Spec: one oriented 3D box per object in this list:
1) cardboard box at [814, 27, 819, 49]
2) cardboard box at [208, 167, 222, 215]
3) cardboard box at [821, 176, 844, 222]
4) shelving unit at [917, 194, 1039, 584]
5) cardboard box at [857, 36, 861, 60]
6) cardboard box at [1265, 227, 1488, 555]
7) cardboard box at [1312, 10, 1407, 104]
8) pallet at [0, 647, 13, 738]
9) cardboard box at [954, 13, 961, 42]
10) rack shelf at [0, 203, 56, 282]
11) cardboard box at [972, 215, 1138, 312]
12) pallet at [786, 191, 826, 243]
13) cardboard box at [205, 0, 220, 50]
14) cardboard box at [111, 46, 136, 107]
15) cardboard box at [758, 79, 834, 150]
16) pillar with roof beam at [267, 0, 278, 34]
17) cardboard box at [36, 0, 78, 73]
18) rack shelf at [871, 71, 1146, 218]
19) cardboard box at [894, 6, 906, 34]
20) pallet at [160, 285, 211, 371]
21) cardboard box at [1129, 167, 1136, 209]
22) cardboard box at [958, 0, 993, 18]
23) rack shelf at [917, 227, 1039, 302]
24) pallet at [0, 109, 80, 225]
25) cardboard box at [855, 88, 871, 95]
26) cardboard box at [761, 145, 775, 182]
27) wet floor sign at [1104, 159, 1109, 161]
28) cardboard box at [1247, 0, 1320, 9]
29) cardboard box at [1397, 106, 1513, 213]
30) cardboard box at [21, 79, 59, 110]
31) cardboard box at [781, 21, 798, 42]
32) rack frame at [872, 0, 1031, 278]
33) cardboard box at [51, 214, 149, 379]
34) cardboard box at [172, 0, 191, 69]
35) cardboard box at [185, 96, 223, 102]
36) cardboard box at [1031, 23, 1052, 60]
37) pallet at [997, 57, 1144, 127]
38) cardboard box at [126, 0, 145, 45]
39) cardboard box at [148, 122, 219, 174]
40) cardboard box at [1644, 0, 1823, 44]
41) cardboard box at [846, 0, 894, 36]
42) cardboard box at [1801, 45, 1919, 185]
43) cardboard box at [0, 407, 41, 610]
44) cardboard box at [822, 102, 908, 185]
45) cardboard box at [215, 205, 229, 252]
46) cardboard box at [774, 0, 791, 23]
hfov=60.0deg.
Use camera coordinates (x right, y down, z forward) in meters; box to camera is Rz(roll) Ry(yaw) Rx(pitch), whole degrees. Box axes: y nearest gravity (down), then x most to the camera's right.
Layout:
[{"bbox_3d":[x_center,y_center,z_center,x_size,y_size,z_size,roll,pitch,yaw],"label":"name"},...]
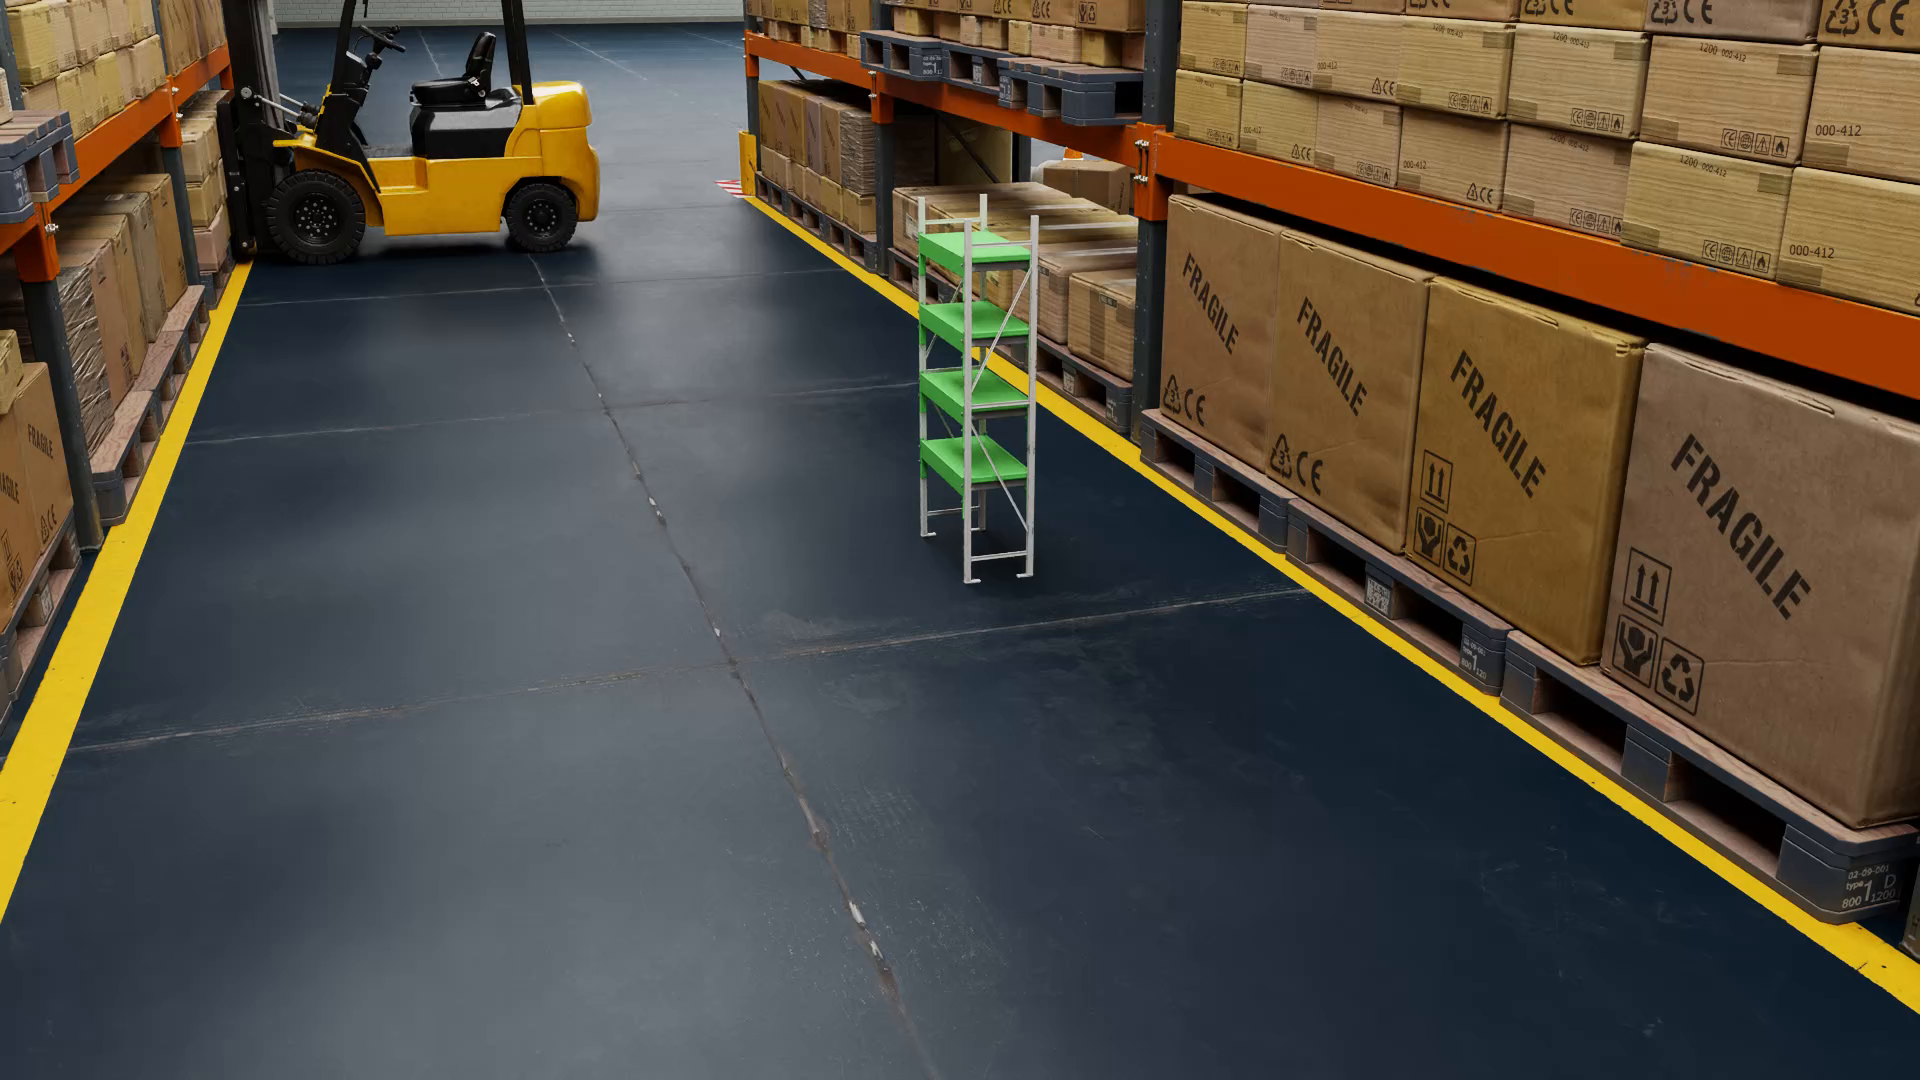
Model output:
[{"bbox_3d":[-0.805,-3.512,11.627,0.380,0.149,0.250,-7,21,-18],"label":"cardboard box"},{"bbox_3d":[-4.770,-2.108,10.054,0.500,0.250,0.500,-6,21,-17],"label":"cardboard box"},{"bbox_3d":[-0.658,-2.383,11.559,0.500,0.250,0.500,-7,21,-19],"label":"cardboard box"},{"bbox_3d":[0.052,-0.512,5.566,0.258,1.200,0.503,-6,21,-17],"label":"shelving unit"},{"bbox_3d":[-0.430,-3.101,10.483,0.380,0.149,0.250,-7,21,-18],"label":"cardboard box"},{"bbox_3d":[1.632,-0.545,5.518,0.875,0.875,0.875,-6,21,-17],"label":"cardboard box"},{"bbox_3d":[1.449,-1.513,5.174,0.500,0.250,0.500,-6,21,-17],"label":"cardboard box"},{"bbox_3d":[-2.915,0.611,3.903,1.003,0.211,1.213,-6,21,-17],"label":"pallet"},{"bbox_3d":[0.183,-2.686,8.708,0.380,0.149,0.250,-6,21,-17],"label":"cardboard box"},{"bbox_3d":[-2.865,-0.355,3.533,1.077,0.370,4.000,-6,21,-17],"label":"rack shelf"},{"bbox_3d":[0.577,-1.488,8.887,0.950,0.372,0.625,-6,21,-15],"label":"cardboard box"},{"bbox_3d":[-0.671,-2.440,12.396,1.003,0.211,1.213,-6,21,-17],"label":"pallet"},{"bbox_3d":[-5.450,-3.653,11.500,0.500,0.500,0.500,-6,21,-15],"label":"cardboard box"},{"bbox_3d":[-4.054,-2.092,7.524,0.500,0.250,0.500,-6,21,-17],"label":"cardboard box"},{"bbox_3d":[-1.298,-3.392,13.261,0.500,0.500,0.500,-7,21,-19],"label":"cardboard box"},{"bbox_3d":[-11.987,-16.492,38.519,9.100,9.000,0.400,-6,21,-17],"label":"pillar with roof beam"},{"bbox_3d":[-3.557,-1.830,6.055,0.500,0.250,0.500,-6,21,-15],"label":"cardboard box"},{"bbox_3d":[0.589,-2.168,8.578,1.077,0.370,4.000,-6,21,-17],"label":"rack shelf"},{"bbox_3d":[-0.166,-3.016,9.628,0.380,0.149,0.250,-6,21,-16],"label":"cardboard box"},{"bbox_3d":[-4.482,-1.075,8.597,1.003,0.211,1.213,-6,21,-17],"label":"pallet"},{"bbox_3d":[1.659,-2.962,13.419,0.637,0.503,0.797,12,23,30],"label":"cardboard box"},{"bbox_3d":[0.308,-2.867,8.253,0.500,0.500,0.500,-7,21,-19],"label":"cardboard box"},{"bbox_3d":[0.052,-0.903,5.425,0.258,0.148,0.480,-6,21,-17],"label":"rack shelf"},{"bbox_3d":[-3.214,-1.035,4.646,1.213,0.211,1.003,-6,21,-17],"label":"pallet"},{"bbox_3d":[-0.478,-3.129,12.527,0.500,0.500,0.500,-7,21,-18],"label":"cardboard box"},{"bbox_3d":[-1.306,-3.047,13.409,0.500,0.250,0.500,-7,21,-18],"label":"cardboard box"},{"bbox_3d":[1.482,-3.681,15.210,0.267,0.644,0.232,-10,22,-27],"label":"wet floor sign"},{"bbox_3d":[1.306,-2.040,5.531,0.500,0.500,0.500,-6,21,-17],"label":"cardboard box"},{"bbox_3d":[1.629,-1.120,4.820,0.500,0.250,0.500,-6,21,-17],"label":"cardboard box"},{"bbox_3d":[-3.401,-1.434,5.692,0.500,0.250,0.500,-6,21,-17],"label":"cardboard box"},{"bbox_3d":[-1.138,-3.843,12.551,0.380,0.149,0.250,-6,21,-16],"label":"cardboard box"},{"bbox_3d":[-0.040,-3.148,10.244,1.000,3.000,0.127,-6,21,-17],"label":"rack frame"},{"bbox_3d":[-4.101,-1.042,7.273,0.875,0.625,0.625,-7,21,-19],"label":"cardboard box"},{"bbox_3d":[-4.822,-3.002,9.689,0.500,0.500,0.500,-6,21,-16],"label":"cardboard box"},{"bbox_3d":[-5.401,-2.999,11.797,0.500,0.250,0.500,-6,21,-16],"label":"cardboard box"},{"bbox_3d":[0.545,-2.260,7.522,0.380,0.149,0.250,-7,21,-20],"label":"cardboard box"},{"bbox_3d":[0.892,-1.991,7.307,1.213,0.211,1.003,-6,21,-17],"label":"pallet"},{"bbox_3d":[-4.185,-2.489,7.892,0.500,0.250,0.500,-7,21,-19],"label":"cardboard box"},{"bbox_3d":[-4.756,-2.347,9.982,0.500,0.250,0.500,-6,21,-17],"label":"cardboard box"},{"bbox_3d":[1.926,-1.380,3.695,0.500,0.500,0.500,-6,21,-16],"label":"cardboard box"},{"bbox_3d":[-0.415,-3.451,10.500,0.500,0.500,0.500,-7,21,-19],"label":"cardboard box"},{"bbox_3d":[2.105,-0.861,3.359,0.500,0.250,0.500,-6,21,-17],"label":"cardboard box"},{"bbox_3d":[-3.009,-0.082,4.785,0.500,0.500,0.500,-7,21,-18],"label":"cardboard box"},{"bbox_3d":[-0.642,-2.729,11.414,0.500,0.500,0.500,-6,21,-16],"label":"cardboard box"},{"bbox_3d":[-4.763,-1.875,10.145,0.500,0.250,0.500,-7,21,-18],"label":"cardboard box"},{"bbox_3d":[-1.084,-4.108,12.328,0.500,0.500,0.500,-7,21,-18],"label":"cardboard box"}]
